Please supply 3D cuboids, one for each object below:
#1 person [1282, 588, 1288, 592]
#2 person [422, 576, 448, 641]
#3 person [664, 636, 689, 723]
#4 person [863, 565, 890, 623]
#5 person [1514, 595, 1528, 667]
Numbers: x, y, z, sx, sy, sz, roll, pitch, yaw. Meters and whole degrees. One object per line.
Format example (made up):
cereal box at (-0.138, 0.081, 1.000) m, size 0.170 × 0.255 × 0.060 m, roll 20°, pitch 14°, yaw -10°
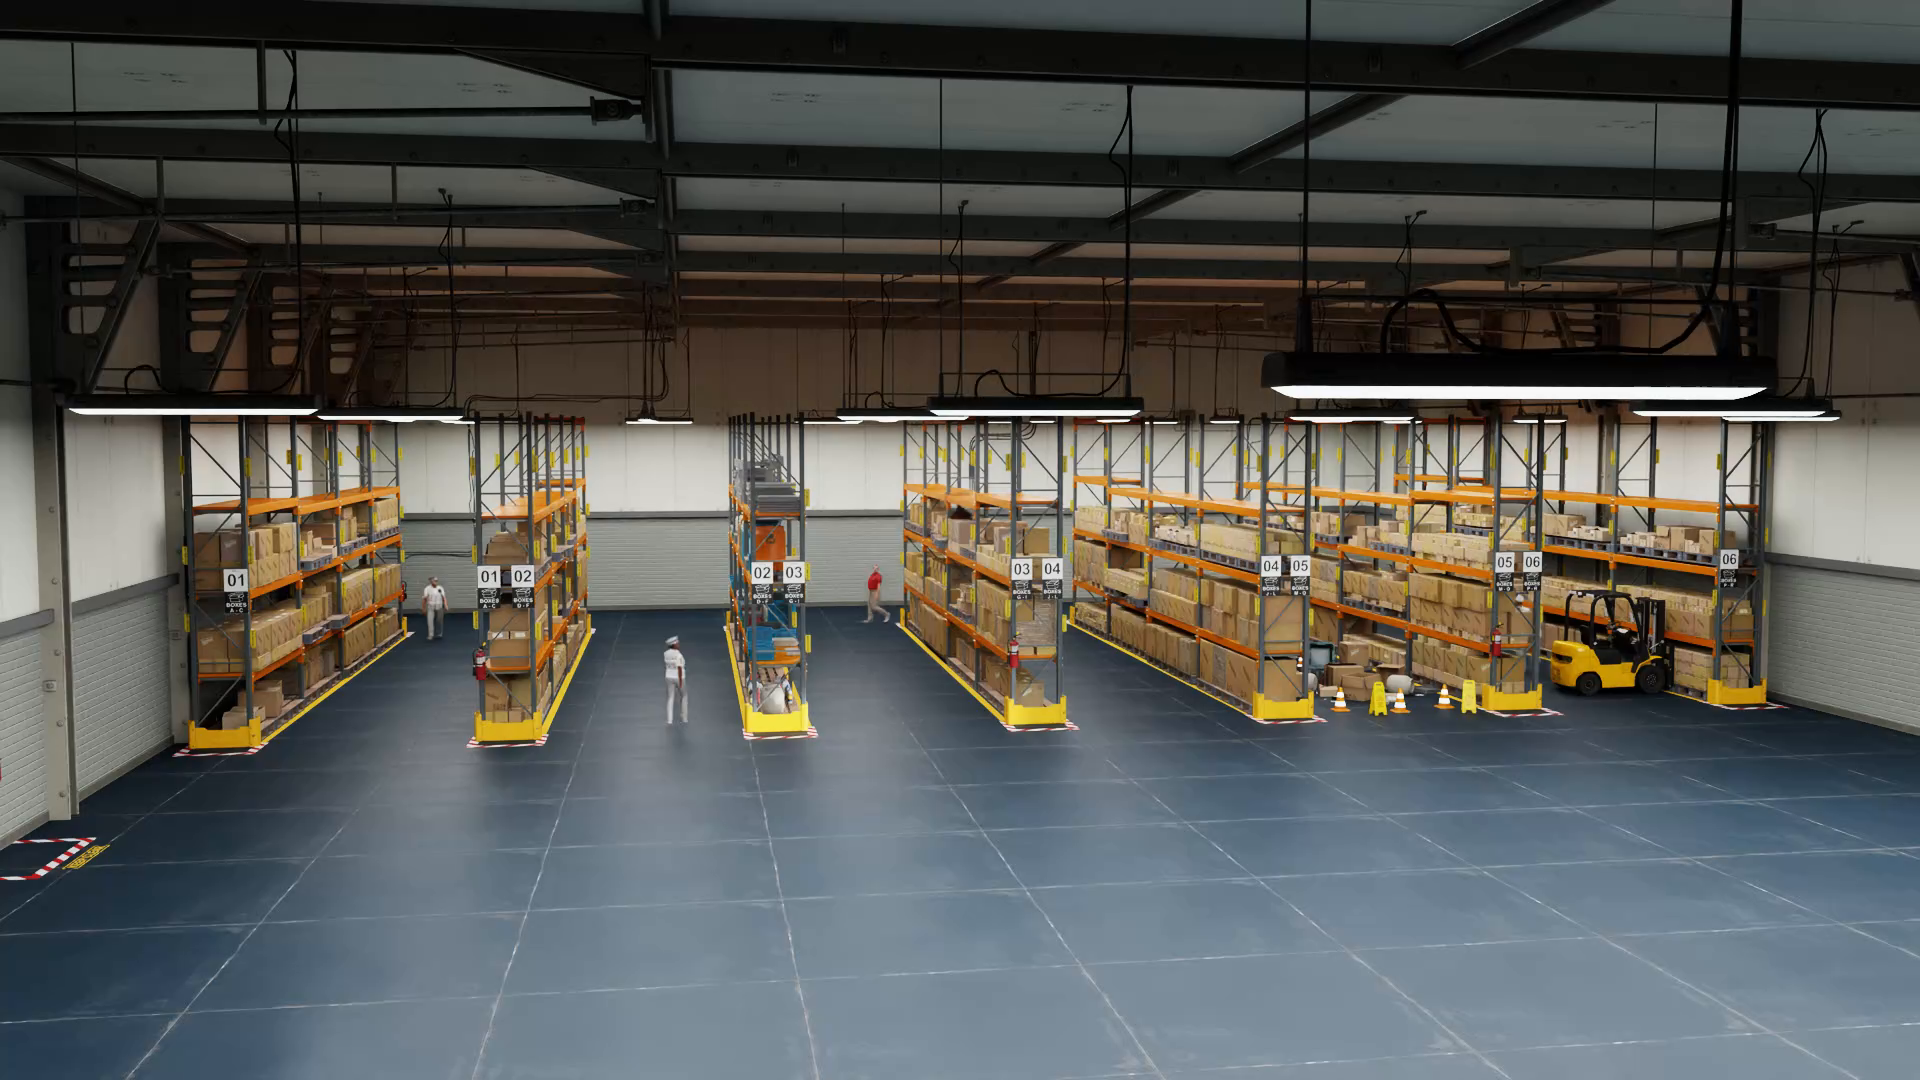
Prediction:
person at (8.058, 2.050, 41.695) m, size 0.524 × 1.699 × 0.593 m, roll -2°, pitch 4°, yaw -25°
person at (-14.082, 1.814, 44.631) m, size 0.691 × 1.717 × 1.060 m, roll -1°, pitch 4°, yaw -11°
person at (-5.488, 2.726, 32.106) m, size 0.421 × 1.756 × 0.622 m, roll 1°, pitch 4°, yaw 13°
person at (-2.448, 1.578, 48.462) m, size 0.756 × 1.702 × 0.571 m, roll -1°, pitch 4°, yaw -10°
person at (13.091, 2.182, 39.104) m, size 0.650 × 1.795 × 0.693 m, roll -1°, pitch 4°, yaw -17°
